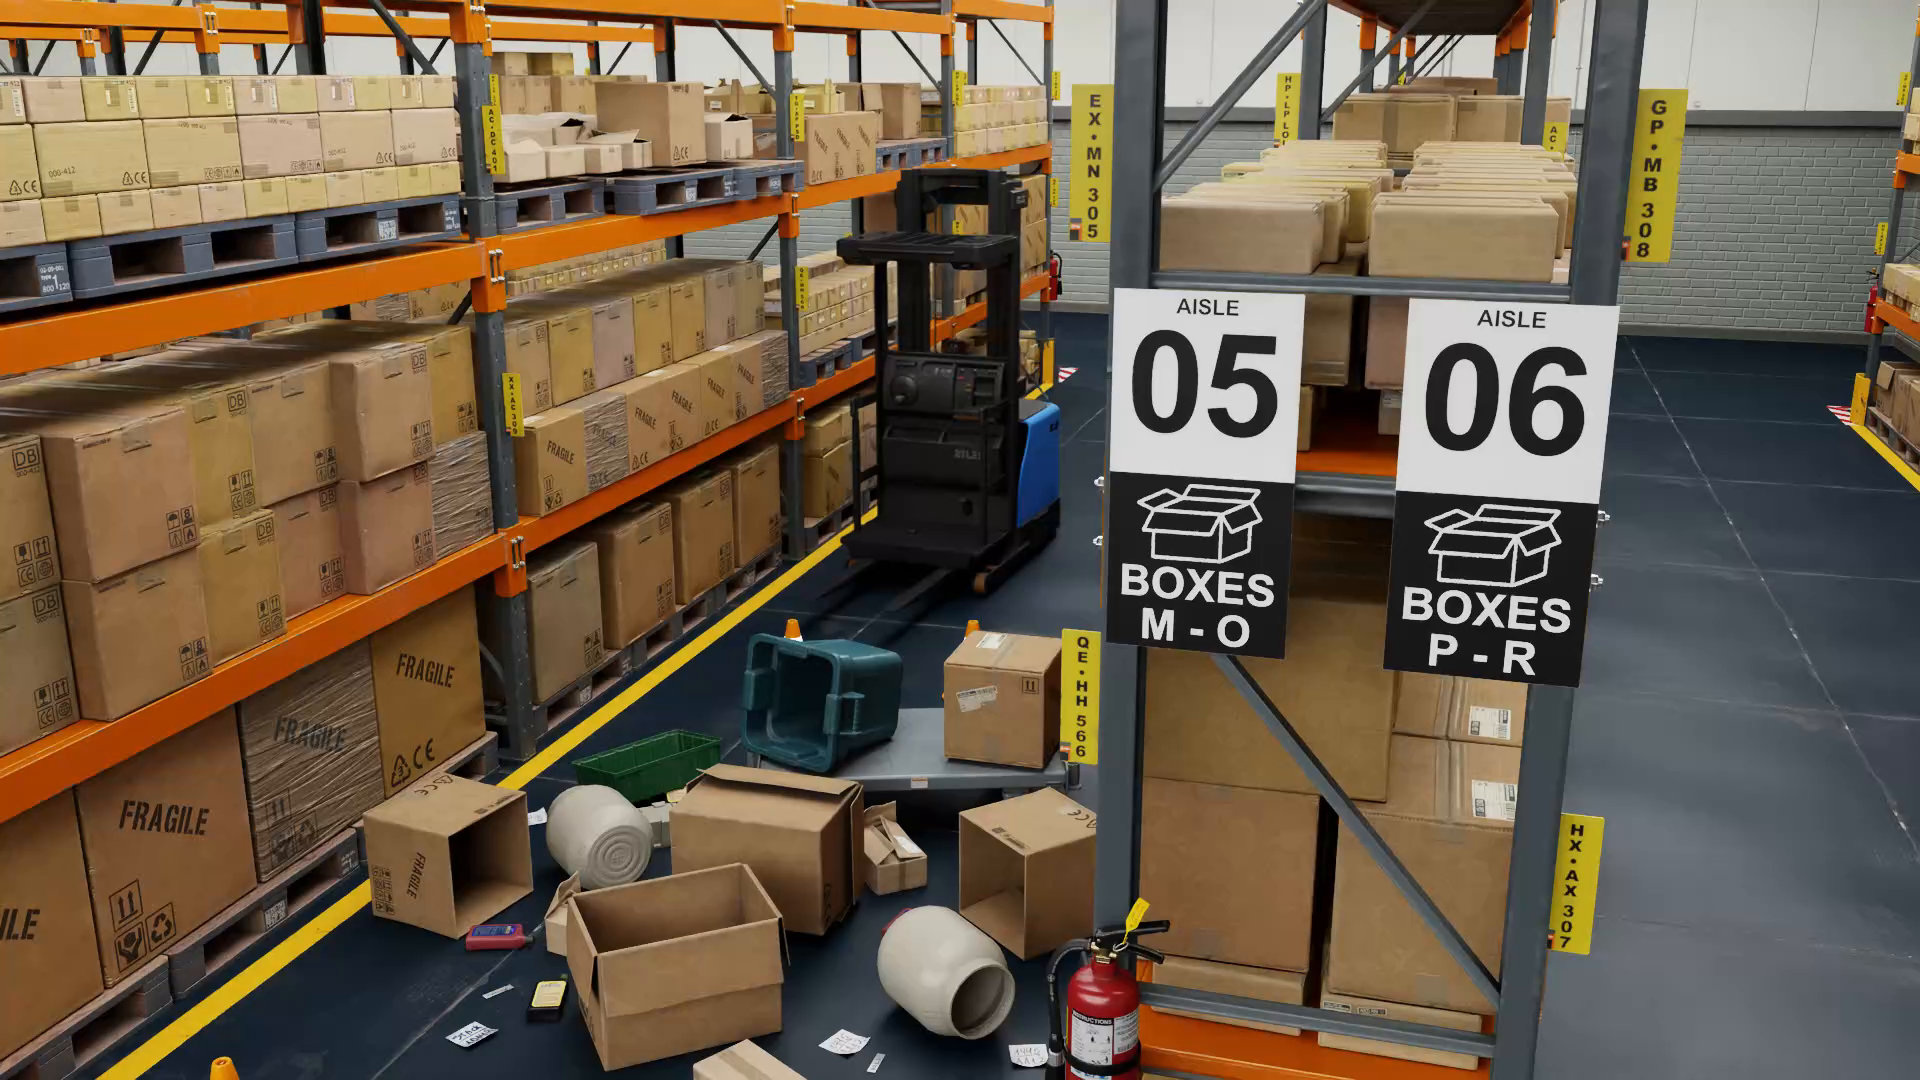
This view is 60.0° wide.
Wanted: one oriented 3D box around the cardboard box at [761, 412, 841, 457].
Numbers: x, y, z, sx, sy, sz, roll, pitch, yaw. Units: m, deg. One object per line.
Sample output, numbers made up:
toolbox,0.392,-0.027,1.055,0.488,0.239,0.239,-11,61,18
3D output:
cardboard box,-1.264,-0.850,13.268,0.500,0.250,0.500,4,16,13

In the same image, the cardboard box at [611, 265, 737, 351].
cardboard box,-1.971,-1.609,11.488,0.700,0.500,0.500,4,16,15

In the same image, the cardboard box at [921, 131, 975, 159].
cardboard box,-0.170,-3.847,16.172,0.500,0.250,0.500,5,17,19

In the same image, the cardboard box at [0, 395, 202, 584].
cardboard box,-3.465,-0.208,6.313,0.875,0.550,0.550,5,16,16

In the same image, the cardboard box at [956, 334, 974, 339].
cardboard box,-0.050,-2.290,19.271,0.380,0.149,0.250,5,16,16

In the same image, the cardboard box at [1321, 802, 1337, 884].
cardboard box,0.846,0.637,4.860,0.500,0.500,0.500,5,16,16

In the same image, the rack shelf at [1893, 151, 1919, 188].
rack shelf,9.548,-3.254,15.126,1.077,0.370,4.000,5,16,16

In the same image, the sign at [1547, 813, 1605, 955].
sign,1.330,0.747,3.611,0.100,0.325,0.005,5,16,16

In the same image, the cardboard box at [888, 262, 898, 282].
cardboard box,-0.707,-2.416,14.950,0.380,0.149,0.250,5,16,16

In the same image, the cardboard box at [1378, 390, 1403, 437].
cardboard box,1.204,-0.338,3.986,0.380,0.149,0.250,4,16,14

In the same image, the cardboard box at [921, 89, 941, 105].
cardboard box,-0.240,-4.236,15.897,0.380,0.149,0.250,4,16,15

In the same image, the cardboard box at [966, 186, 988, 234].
cardboard box,0.112,-3.413,17.304,0.500,0.500,0.500,5,17,17

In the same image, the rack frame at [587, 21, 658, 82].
rack frame,-4.145,-6.719,20.526,1.000,3.000,0.127,5,16,16

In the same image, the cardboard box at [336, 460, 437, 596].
cardboard box,-3.057,-0.111,7.949,0.875,0.550,0.550,5,16,16

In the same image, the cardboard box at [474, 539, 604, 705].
cardboard box,-2.738,0.429,9.674,1.050,0.750,0.750,5,16,16

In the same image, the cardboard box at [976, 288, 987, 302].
cardboard box,0.084,-2.582,17.395,0.380,0.149,0.250,5,17,17

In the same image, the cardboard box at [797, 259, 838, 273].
cardboard box,-1.330,-2.470,15.140,0.380,0.149,0.250,4,16,15

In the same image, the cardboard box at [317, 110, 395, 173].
cardboard box,-2.866,-1.765,7.336,0.500,0.250,0.500,5,16,16

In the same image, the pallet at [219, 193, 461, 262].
pallet,-3.071,-1.469,7.678,1.003,0.211,1.213,5,16,16

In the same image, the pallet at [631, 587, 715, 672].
pallet,-2.337,0.531,11.069,1.003,0.211,1.213,5,16,16

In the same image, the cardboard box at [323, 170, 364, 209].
cardboard box,-2.842,-1.534,7.251,0.380,0.149,0.250,5,16,16

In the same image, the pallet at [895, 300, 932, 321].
pallet,-0.912,-2.094,15.567,1.003,0.211,1.213,5,16,16

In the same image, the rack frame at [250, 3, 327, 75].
rack frame,-8.894,-7.103,21.880,1.000,3.000,0.127,5,16,16

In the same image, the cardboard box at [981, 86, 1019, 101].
cardboard box,0.432,-4.852,18.069,0.380,0.149,0.250,4,16,15

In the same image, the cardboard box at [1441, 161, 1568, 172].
cardboard box,1.716,-1.118,5.275,0.380,0.149,0.250,5,17,17

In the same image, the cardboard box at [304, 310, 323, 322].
cardboard box,-5.875,-2.029,14.802,0.500,0.500,0.500,4,16,14

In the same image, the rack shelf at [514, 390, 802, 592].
rack shelf,-2.260,-0.459,10.770,1.077,0.370,4.000,5,16,16

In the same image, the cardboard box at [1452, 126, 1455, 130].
cardboard box,2.804,-2.215,9.962,0.700,0.500,0.500,5,16,16

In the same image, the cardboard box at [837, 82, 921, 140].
cardboard box,-0.768,-3.978,15.406,0.700,0.500,0.500,5,16,16

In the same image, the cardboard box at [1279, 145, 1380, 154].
cardboard box,1.414,-1.435,6.393,0.380,0.149,0.250,4,16,14

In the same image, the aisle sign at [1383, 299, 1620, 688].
aisle sign,1.089,-0.089,3.381,0.394,0.787,0.004,5,16,16

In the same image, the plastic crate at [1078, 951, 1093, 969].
plastic crate,0.714,1.827,6.741,0.402,0.080,0.583,-1,16,-3

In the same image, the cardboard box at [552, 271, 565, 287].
cardboard box,-4.657,-2.924,18.600,0.380,0.149,0.250,4,16,14

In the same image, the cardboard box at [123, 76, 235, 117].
cardboard box,-3.058,-1.720,6.447,0.380,0.149,0.250,5,17,17

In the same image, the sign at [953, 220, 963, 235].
sign,-0.022,-2.890,15.900,0.100,0.325,0.005,5,16,16

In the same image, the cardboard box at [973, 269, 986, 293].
cardboard box,-0.039,-2.806,16.998,0.500,0.500,0.500,5,16,16

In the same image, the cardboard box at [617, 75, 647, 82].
cardboard box,-4.242,-5.434,20.357,0.700,0.500,0.500,4,16,13

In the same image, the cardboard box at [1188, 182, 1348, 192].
cardboard box,0.787,-0.828,4.254,0.380,0.149,0.250,4,16,15

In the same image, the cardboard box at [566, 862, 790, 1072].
cardboard box,-1.119,1.667,6.530,0.797,0.503,0.637,-7,17,-23

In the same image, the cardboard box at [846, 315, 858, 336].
cardboard box,-1.070,-1.793,13.843,0.380,0.149,0.250,5,17,18

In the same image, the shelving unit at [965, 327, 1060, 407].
shelving unit,0.434,-0.990,14.071,0.538,1.500,1.048,6,17,20

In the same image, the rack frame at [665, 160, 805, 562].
rack frame,-1.692,-1.329,12.517,1.000,3.000,0.127,5,16,16

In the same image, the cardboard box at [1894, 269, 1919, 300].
cardboard box,9.586,-2.521,16.452,0.500,0.250,0.500,5,17,16

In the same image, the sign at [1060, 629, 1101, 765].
sign,0.283,0.364,3.846,0.100,0.325,0.005,5,16,16

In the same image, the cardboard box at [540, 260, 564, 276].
cardboard box,-4.751,-3.089,18.454,0.500,0.250,0.500,5,16,16

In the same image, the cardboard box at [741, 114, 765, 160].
cardboard box,-1.773,-2.989,12.690,0.500,0.500,0.500,5,16,16

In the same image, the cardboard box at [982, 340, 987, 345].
cardboard box,0.461,-2.178,18.877,0.380,0.149,0.250,4,16,14

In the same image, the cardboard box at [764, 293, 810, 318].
cardboard box,-1.374,-1.803,12.790,0.380,0.149,0.250,5,16,16

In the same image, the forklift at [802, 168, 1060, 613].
forklift,-0.198,-1.144,11.993,1.130,2.935,3.031,6,17,20

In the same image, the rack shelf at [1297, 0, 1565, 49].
rack shelf,2.514,-2.796,8.746,1.077,0.370,4.000,5,16,16

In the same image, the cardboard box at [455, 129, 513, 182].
cardboard box,-2.781,-2.100,9.062,0.500,0.250,0.500,5,17,16

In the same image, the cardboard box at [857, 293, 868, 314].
cardboard box,-0.997,-2.001,14.032,0.380,0.149,0.250,4,16,15

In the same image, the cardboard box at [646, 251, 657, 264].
cardboard box,-4.003,-3.525,20.720,0.380,0.149,0.250,5,17,16

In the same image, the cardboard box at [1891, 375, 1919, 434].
cardboard box,9.571,-1.306,16.250,0.700,0.500,0.500,5,17,18
